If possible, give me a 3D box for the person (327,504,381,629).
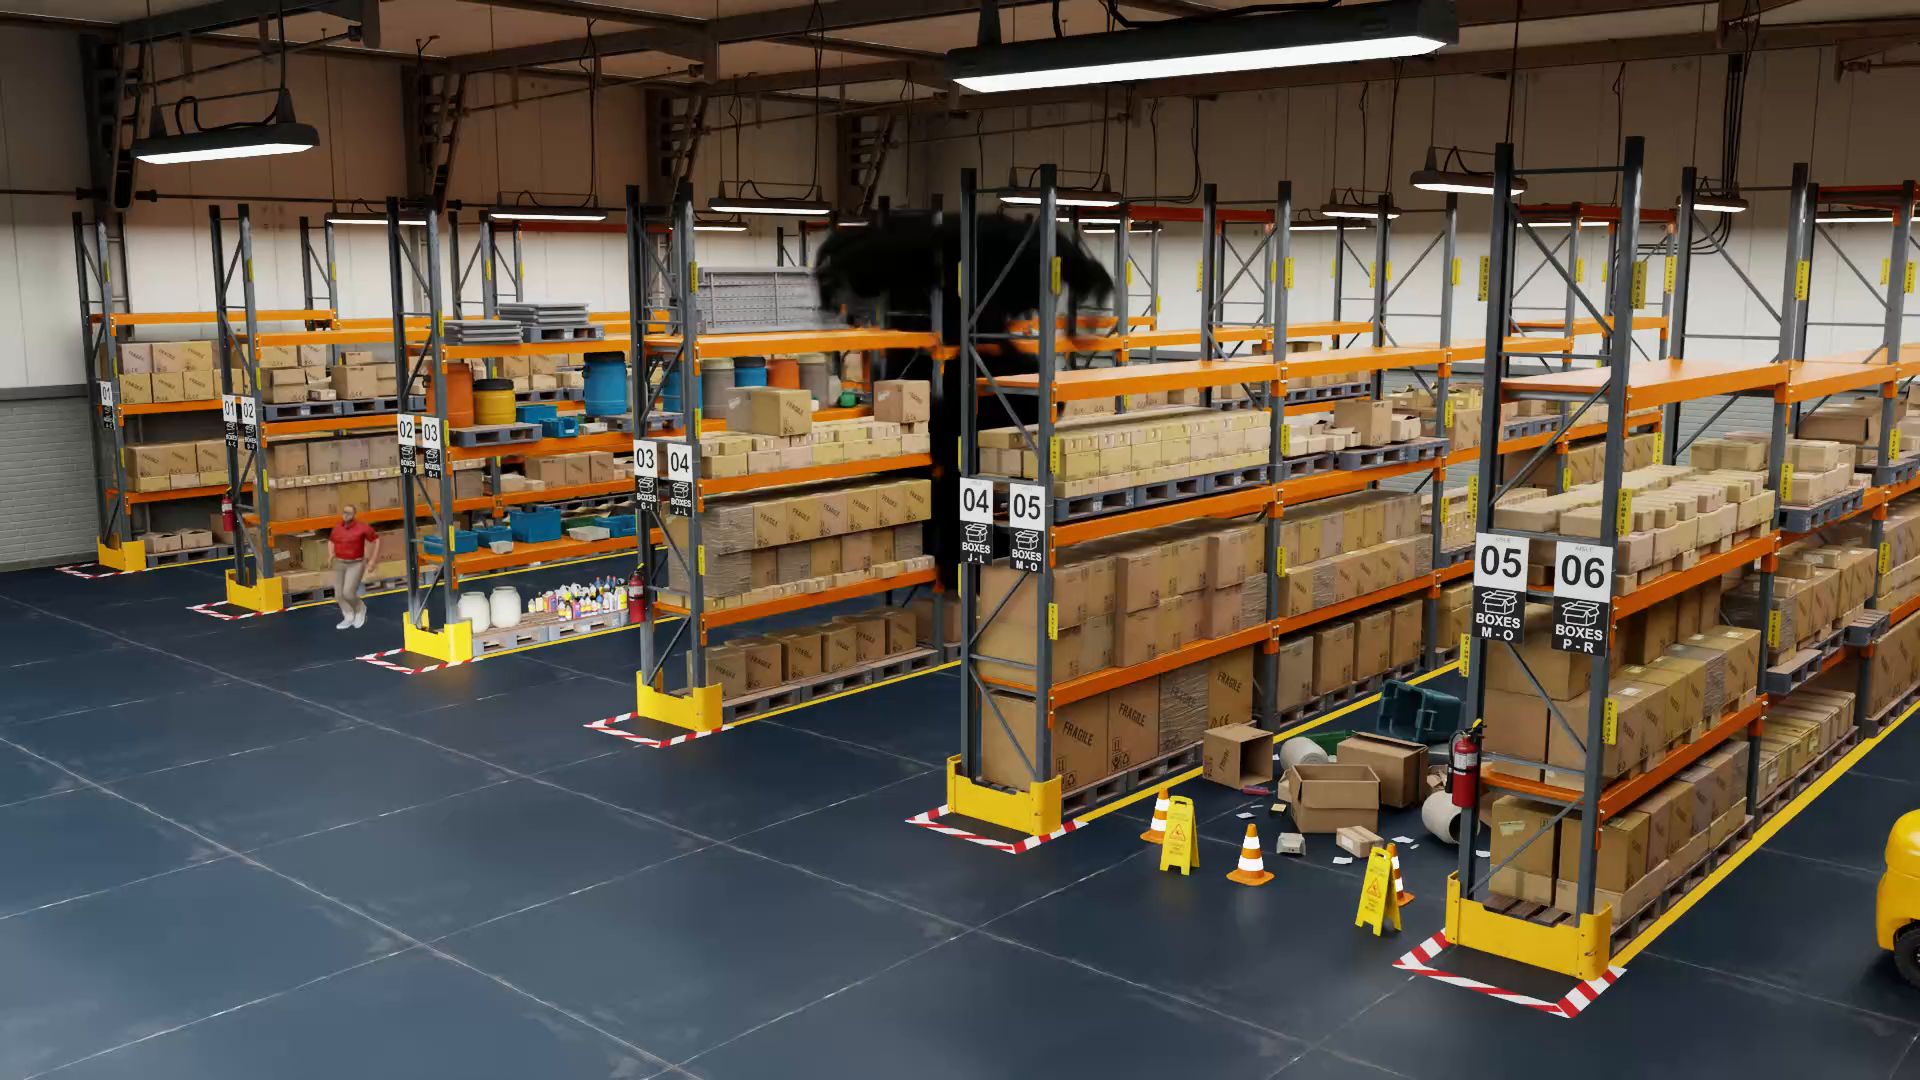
[{"bbox_3d":[-8.169,0.369,22.293,0.707,1.707,0.523,2,10,11],"label":"person"}]

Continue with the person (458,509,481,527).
[{"bbox_3d":[-8.972,-0.722,30.585,0.590,1.683,0.732,8,12,40],"label":"person"}]
